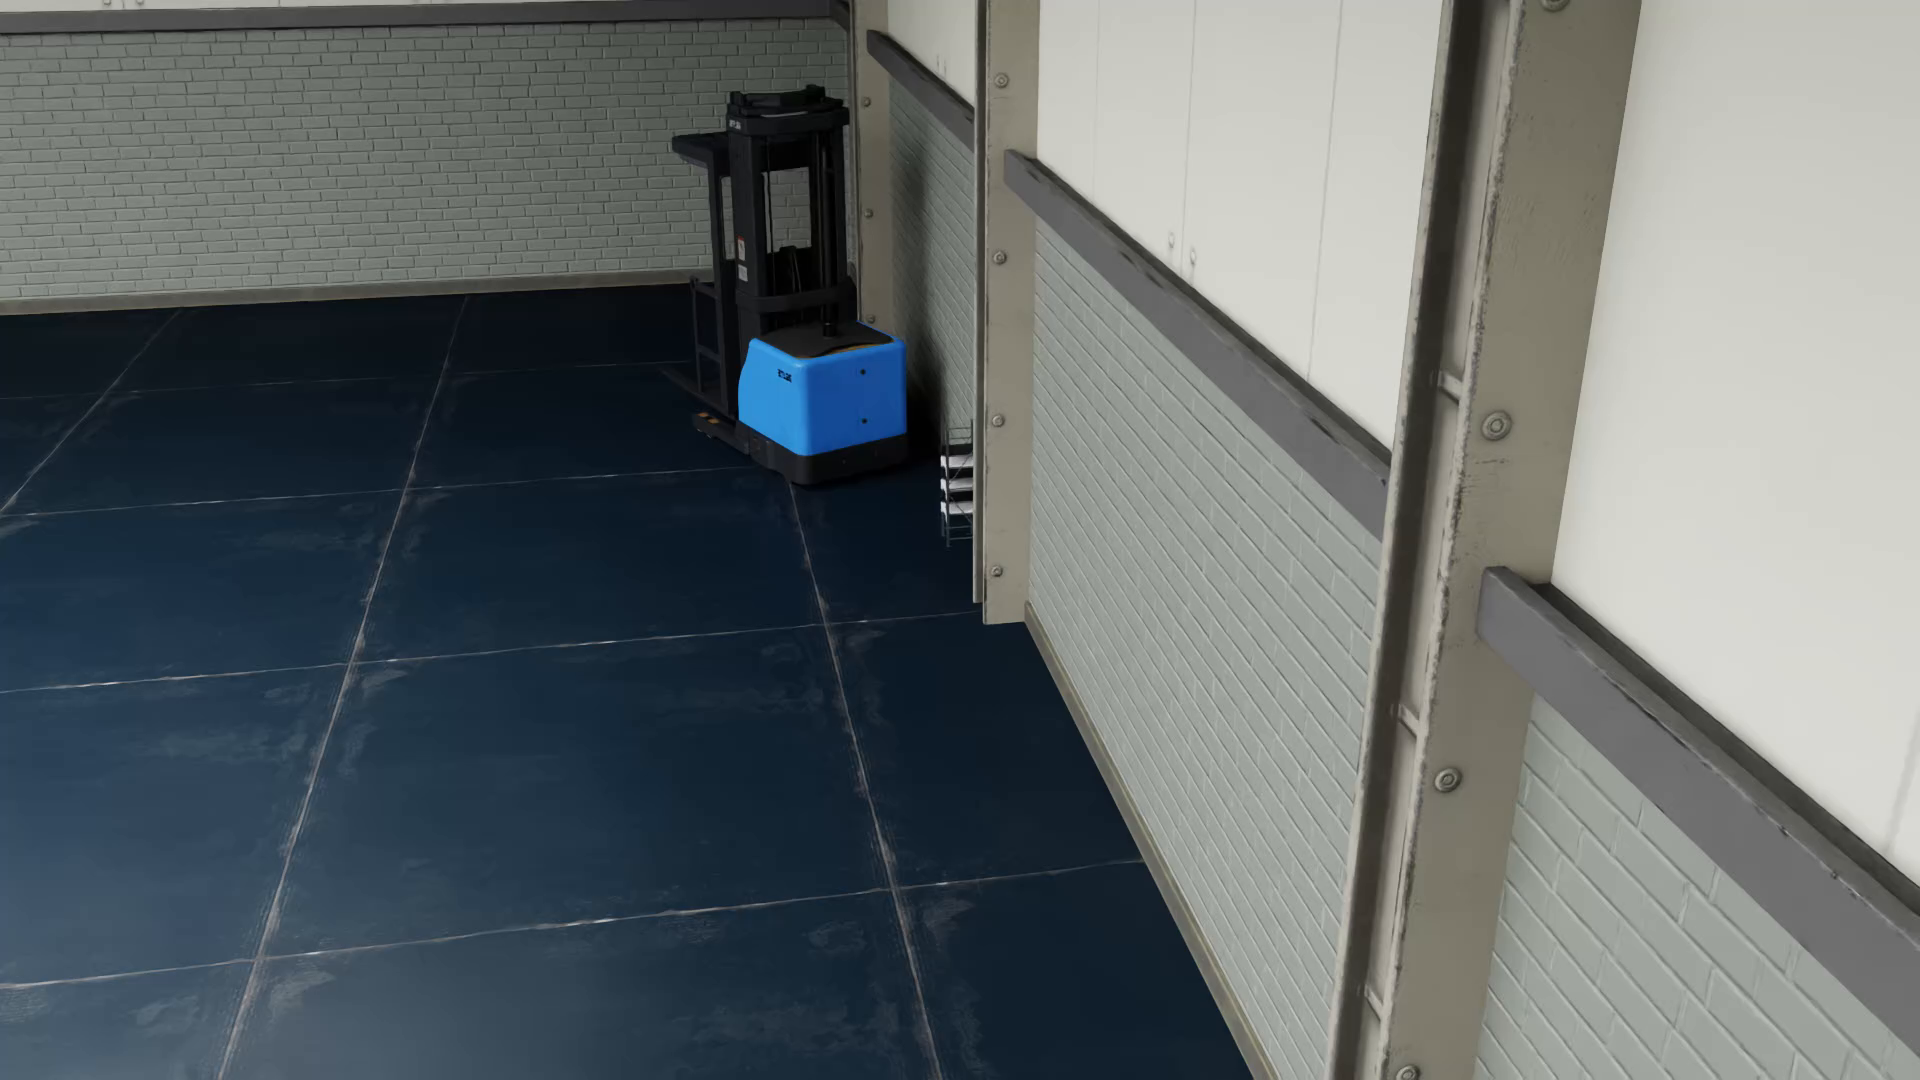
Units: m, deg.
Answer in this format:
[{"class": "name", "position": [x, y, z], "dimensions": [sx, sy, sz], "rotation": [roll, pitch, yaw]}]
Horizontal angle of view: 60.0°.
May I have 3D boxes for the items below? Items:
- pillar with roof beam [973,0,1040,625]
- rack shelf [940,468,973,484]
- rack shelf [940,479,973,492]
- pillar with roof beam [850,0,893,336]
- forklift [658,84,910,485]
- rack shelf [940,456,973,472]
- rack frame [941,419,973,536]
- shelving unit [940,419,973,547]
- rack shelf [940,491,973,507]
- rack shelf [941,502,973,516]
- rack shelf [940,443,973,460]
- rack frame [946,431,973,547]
[{"class": "pillar with roof beam", "position": [-3.956, -3.336, 8.645], "dimensions": [9.100, 9.000, 0.400], "rotation": [-4, 24, -10]}, {"class": "rack shelf", "position": [0.001, -0.461, 12.040], "dimensions": [0.258, 0.077, 0.200], "rotation": [-4, 24, -10]}, {"class": "rack shelf", "position": [0.001, -0.379, 12.076], "dimensions": [0.258, 0.077, 0.200], "rotation": [-4, 24, -10]}, {"class": "pillar with roof beam", "position": [-5.066, -5.696, 14.049], "dimensions": [9.100, 9.000, 0.400], "rotation": [-4, 24, -10]}, {"class": "forklift", "position": [-1.659, -2.312, 13.881], "dimensions": [1.130, 2.935, 3.031], "rotation": [-15, 28, -31]}, {"class": "rack shelf", "position": [0.001, -0.544, 12.004], "dimensions": [0.258, 0.077, 0.200], "rotation": [-4, 24, -10]}, {"class": "rack frame", "position": [-0.017, -0.449, 12.154], "dimensions": [0.240, 0.900, 0.006], "rotation": [-4, 24, -10]}, {"class": "shelving unit", "position": [0.001, -0.409, 12.063], "dimensions": [0.258, 0.900, 0.210], "rotation": [-4, 24, -10]}, {"class": "rack shelf", "position": [0.001, -0.296, 12.112], "dimensions": [0.258, 0.077, 0.200], "rotation": [-4, 24, -10]}, {"class": "rack shelf", "position": [0.001, -0.214, 12.148], "dimensions": [0.258, 0.077, 0.200], "rotation": [-4, 24, -10]}, {"class": "rack shelf", "position": [0.001, -0.626, 11.968], "dimensions": [0.258, 0.077, 0.200], "rotation": [-4, 24, -10]}, {"class": "rack frame", "position": [0.020, -0.369, 11.971], "dimensions": [0.240, 0.900, 0.006], "rotation": [-4, 24, -10]}]
